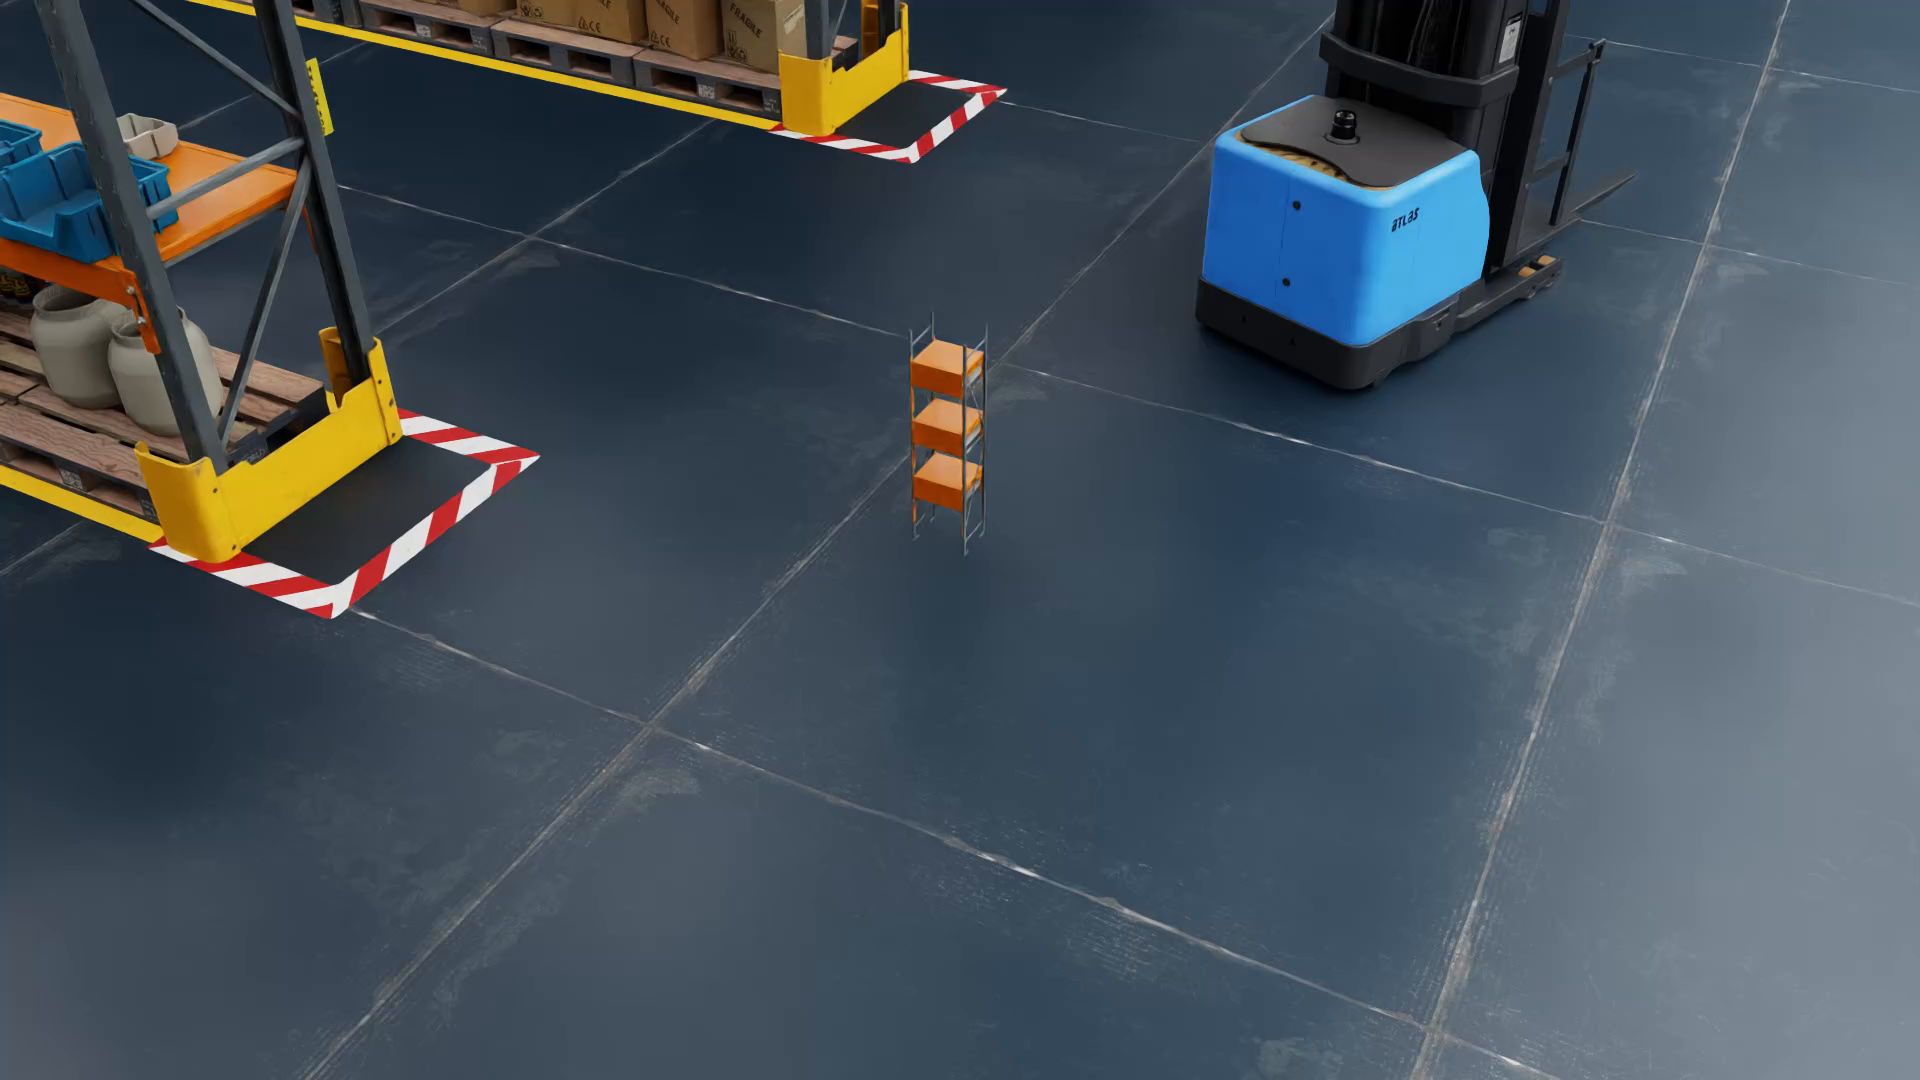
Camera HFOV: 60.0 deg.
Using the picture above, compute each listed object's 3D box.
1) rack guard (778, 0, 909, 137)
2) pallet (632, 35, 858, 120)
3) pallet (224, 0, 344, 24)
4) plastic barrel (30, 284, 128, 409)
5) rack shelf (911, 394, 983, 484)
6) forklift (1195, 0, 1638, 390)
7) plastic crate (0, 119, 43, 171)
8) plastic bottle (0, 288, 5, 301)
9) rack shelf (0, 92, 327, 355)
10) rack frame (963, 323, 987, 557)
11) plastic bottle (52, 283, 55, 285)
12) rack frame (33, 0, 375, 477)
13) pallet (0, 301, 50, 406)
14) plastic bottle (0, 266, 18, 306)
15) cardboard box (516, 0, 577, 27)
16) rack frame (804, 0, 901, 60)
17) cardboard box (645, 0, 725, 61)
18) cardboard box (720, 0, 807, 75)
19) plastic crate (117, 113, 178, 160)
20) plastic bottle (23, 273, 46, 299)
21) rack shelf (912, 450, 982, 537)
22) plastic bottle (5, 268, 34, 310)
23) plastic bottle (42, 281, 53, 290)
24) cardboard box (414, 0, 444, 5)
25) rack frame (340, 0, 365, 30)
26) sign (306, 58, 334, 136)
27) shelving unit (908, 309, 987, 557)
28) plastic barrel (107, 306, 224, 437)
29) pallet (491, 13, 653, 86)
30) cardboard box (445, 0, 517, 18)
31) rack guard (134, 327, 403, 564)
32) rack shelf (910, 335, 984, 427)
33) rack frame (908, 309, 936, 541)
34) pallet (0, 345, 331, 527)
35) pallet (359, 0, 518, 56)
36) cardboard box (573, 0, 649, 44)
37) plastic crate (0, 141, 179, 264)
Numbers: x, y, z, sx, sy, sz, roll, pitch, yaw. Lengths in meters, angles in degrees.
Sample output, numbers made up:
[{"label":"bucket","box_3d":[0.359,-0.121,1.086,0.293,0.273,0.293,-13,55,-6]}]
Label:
[{"label":"rack guard","box_3d":[-0.748,-3.130,10.959,0.348,0.500,1.175,17,41,21]},{"label":"pallet","box_3d":[-1.454,-3.259,11.369,1.213,0.211,1.003,17,41,21]},{"label":"pallet","box_3d":[-4.925,-4.321,12.768,1.213,0.211,1.003,17,41,21]},{"label":"plastic barrel","box_3d":[-4.023,-0.903,7.668,0.421,0.512,0.421,0,37,0]},{"label":"rack shelf","box_3d":[-0.048,-0.425,6.959,0.240,0.259,0.215,17,41,21]},{"label":"forklift","box_3d":[2.642,-2.673,8.347,3.031,2.935,1.130,-30,46,-33]},{"label":"plastic crate","box_3d":[-4.115,-1.548,6.931,0.408,0.251,0.499,17,41,21]},{"label":"plastic bottle","box_3d":[-4.907,-1.328,8.469,0.097,0.201,0.097,0,37,0]},{"label":"rack shelf","box_3d":[-4.735,-1.714,7.623,4.000,0.370,1.077,17,41,21]},{"label":"rack frame","box_3d":[0.061,-0.399,6.907,0.008,1.050,0.200,17,41,21]},{"label":"plastic bottle","box_3d":[-4.425,-1.205,8.249,0.097,0.271,0.097,0,37,0]},{"label":"rack frame","box_3d":[-2.959,-1.445,6.673,0.127,3.000,1.000,17,41,21]},{"label":"pallet","box_3d":[-4.846,-0.899,8.259,1.213,0.211,1.003,17,41,21]},{"label":"plastic bottle","box_3d":[-4.819,-1.328,8.411,0.097,0.271,0.097,0,37,0]},{"label":"cardboard box","box_3d":[-2.797,-3.970,11.719,0.500,0.500,0.500,14,39,18]},{"label":"rack frame","box_3d":[-0.681,-4.104,10.176,0.127,3.000,1.000,17,41,21]},{"label":"cardboard box","box_3d":[-1.774,-3.606,11.240,0.500,0.500,0.500,29,46,33]},{"label":"cardboard box","box_3d":[-1.228,-3.458,11.045,0.500,0.500,0.500,25,44,29]},{"label":"plastic crate","box_3d":[-3.605,-1.761,7.308,0.250,0.136,0.298,17,41,21]},{"label":"plastic bottle","box_3d":[-4.618,-1.282,8.341,0.133,0.283,0.061,18,41,22]},{"label":"rack shelf","box_3d":[-0.048,-0.203,7.127,0.240,0.259,0.215,17,41,21]},{"label":"plastic bottle","box_3d":[-4.730,-1.300,8.375,0.097,0.271,0.097,0,37,0]},{"label":"plastic bottle","box_3d":[-4.517,-1.206,8.308,0.097,0.201,0.097,0,37,0]},{"label":"cardboard box","box_3d":[-3.896,-4.255,12.095,0.500,0.500,0.500,16,40,20]},{"label":"rack frame","box_3d":[-4.233,-5.216,11.641,0.127,3.000,1.000,17,41,21]},{"label":"sign","box_3d":[-2.702,-1.849,6.976,0.005,0.325,0.100,17,41,21]},{"label":"shelving unit","box_3d":[-0.048,-0.433,6.952,0.252,1.050,0.215,17,41,21]},{"label":"plastic barrel","box_3d":[-3.578,-0.763,7.485,0.421,0.512,0.421,0,37,0]},{"label":"pallet","box_3d":[-2.533,-3.599,11.817,1.213,0.211,1.003,17,41,21]},{"label":"cardboard box","box_3d":[-3.384,-4.100,11.890,0.500,0.500,0.500,-30,47,-34]},{"label":"rack guard","box_3d":[-3.048,-0.445,7.423,0.348,0.500,1.175,17,41,21]},{"label":"rack shelf","box_3d":[-0.048,-0.651,6.787,0.240,0.259,0.215,17,41,21]},{"label":"rack frame","box_3d":[-0.156,-0.467,6.997,0.008,1.050,0.200,17,41,21]},{"label":"pallet","box_3d":[-3.767,-0.559,7.812,1.213,0.211,1.003,17,41,21]},{"label":"pallet","box_3d":[-3.620,-3.938,12.263,1.213,0.211,1.003,17,41,21]},{"label":"cardboard box","box_3d":[-2.322,-3.790,11.483,0.500,0.500,0.500,21,42,26]},{"label":"plastic crate","box_3d":[-3.541,-1.364,6.689,0.616,0.251,0.499,17,41,21]}]
